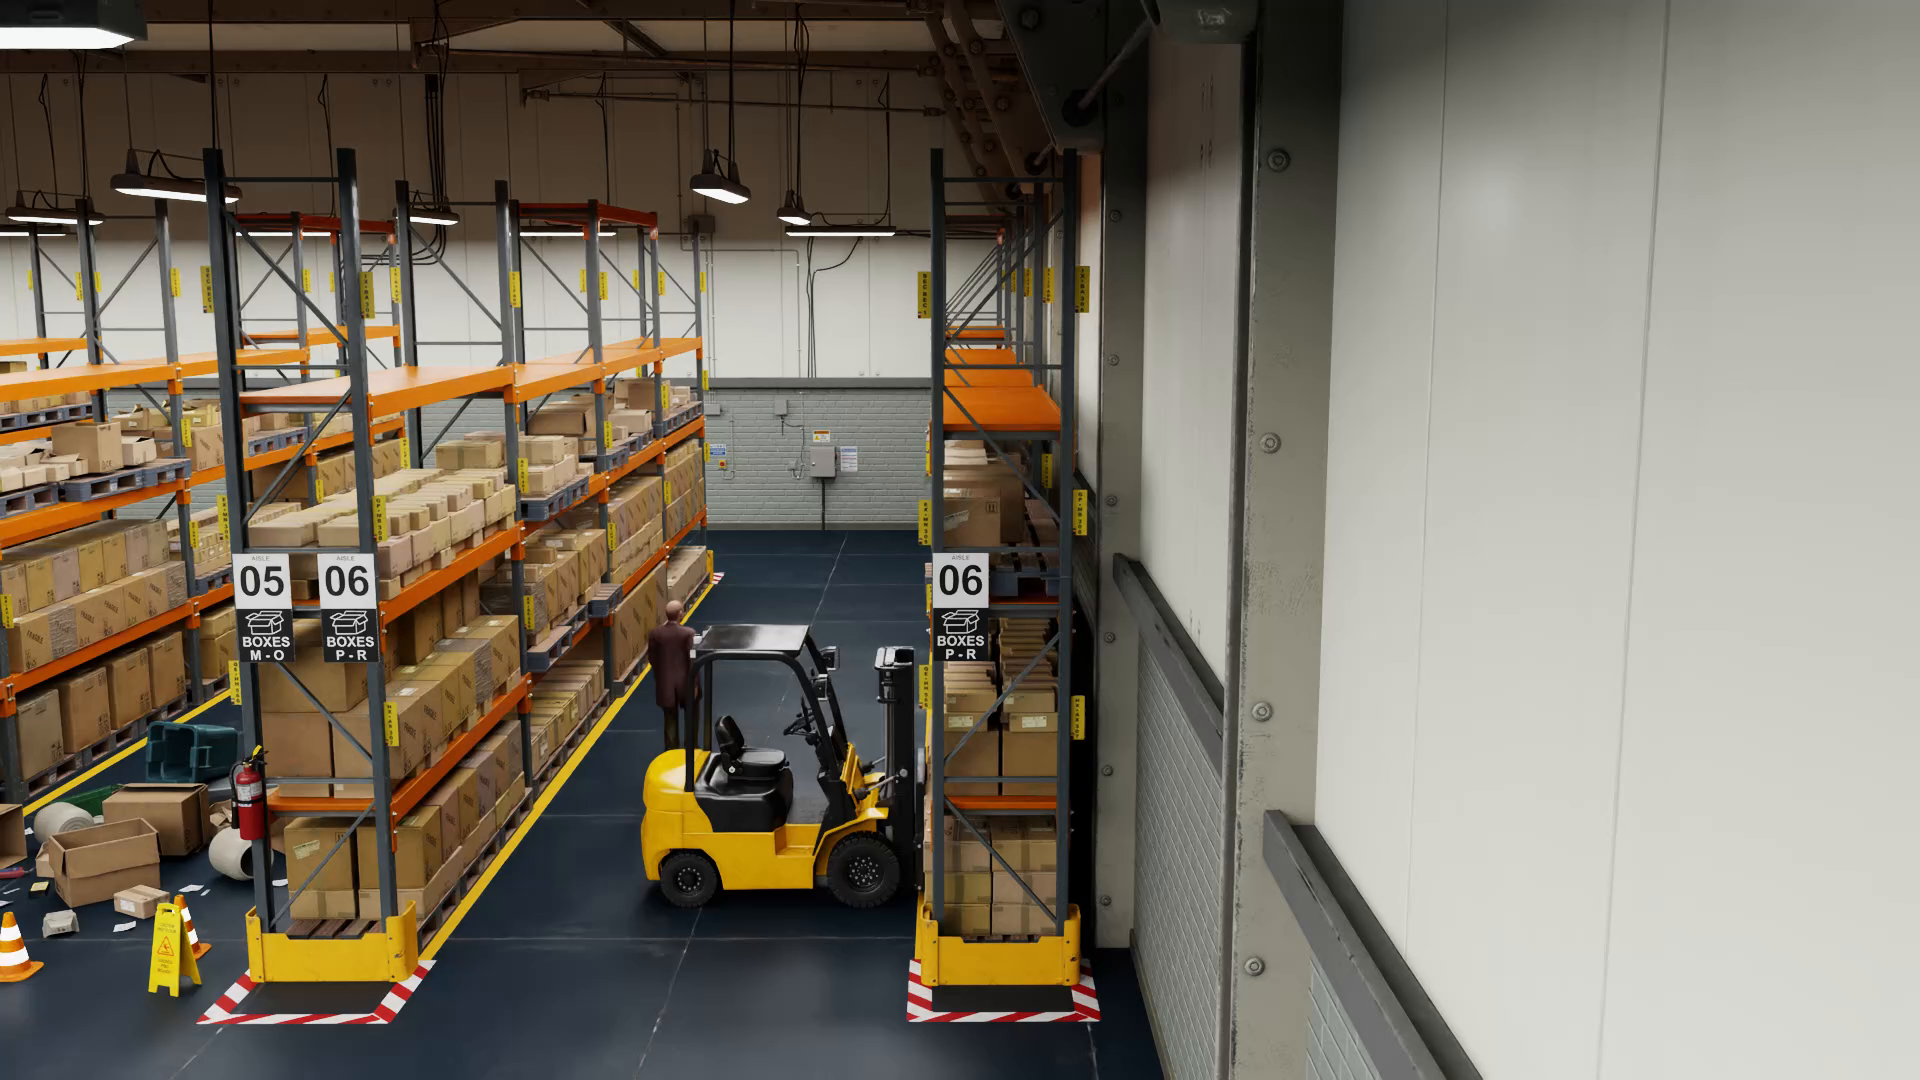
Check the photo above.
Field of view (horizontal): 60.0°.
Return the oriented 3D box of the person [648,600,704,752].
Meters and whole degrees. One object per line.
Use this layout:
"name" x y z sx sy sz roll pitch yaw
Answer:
"person" -2.967 1.532 17.350 0.560 1.830 0.649 -1 9 -5
